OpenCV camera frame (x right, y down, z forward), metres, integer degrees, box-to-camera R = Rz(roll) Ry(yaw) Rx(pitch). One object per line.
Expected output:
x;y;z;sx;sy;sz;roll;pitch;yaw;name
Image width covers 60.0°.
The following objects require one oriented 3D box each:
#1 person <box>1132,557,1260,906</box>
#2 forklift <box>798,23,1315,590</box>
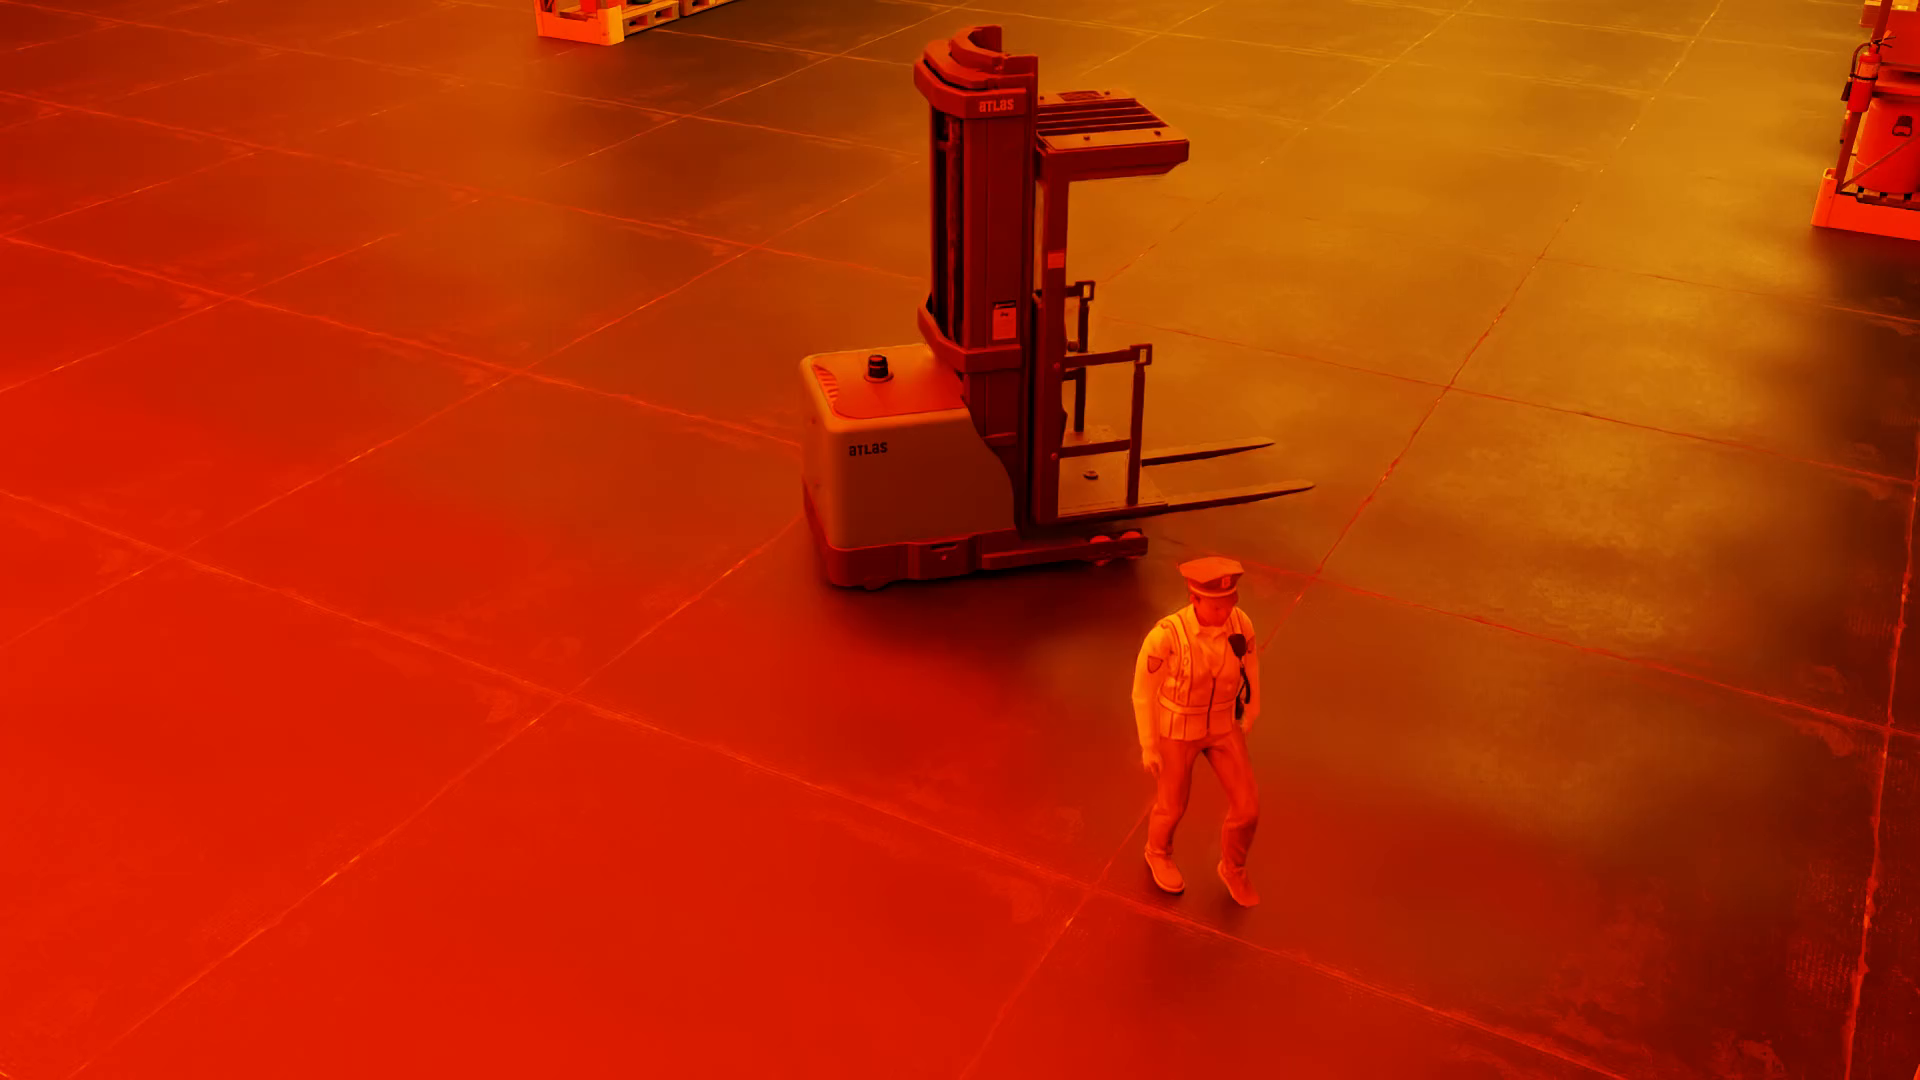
1.008;0.838;6.965;0.591;1.716;0.477;-8;31;-14;person
0.616;-1.375;9.453;3.031;2.935;1.130;-7;31;-13;forklift
